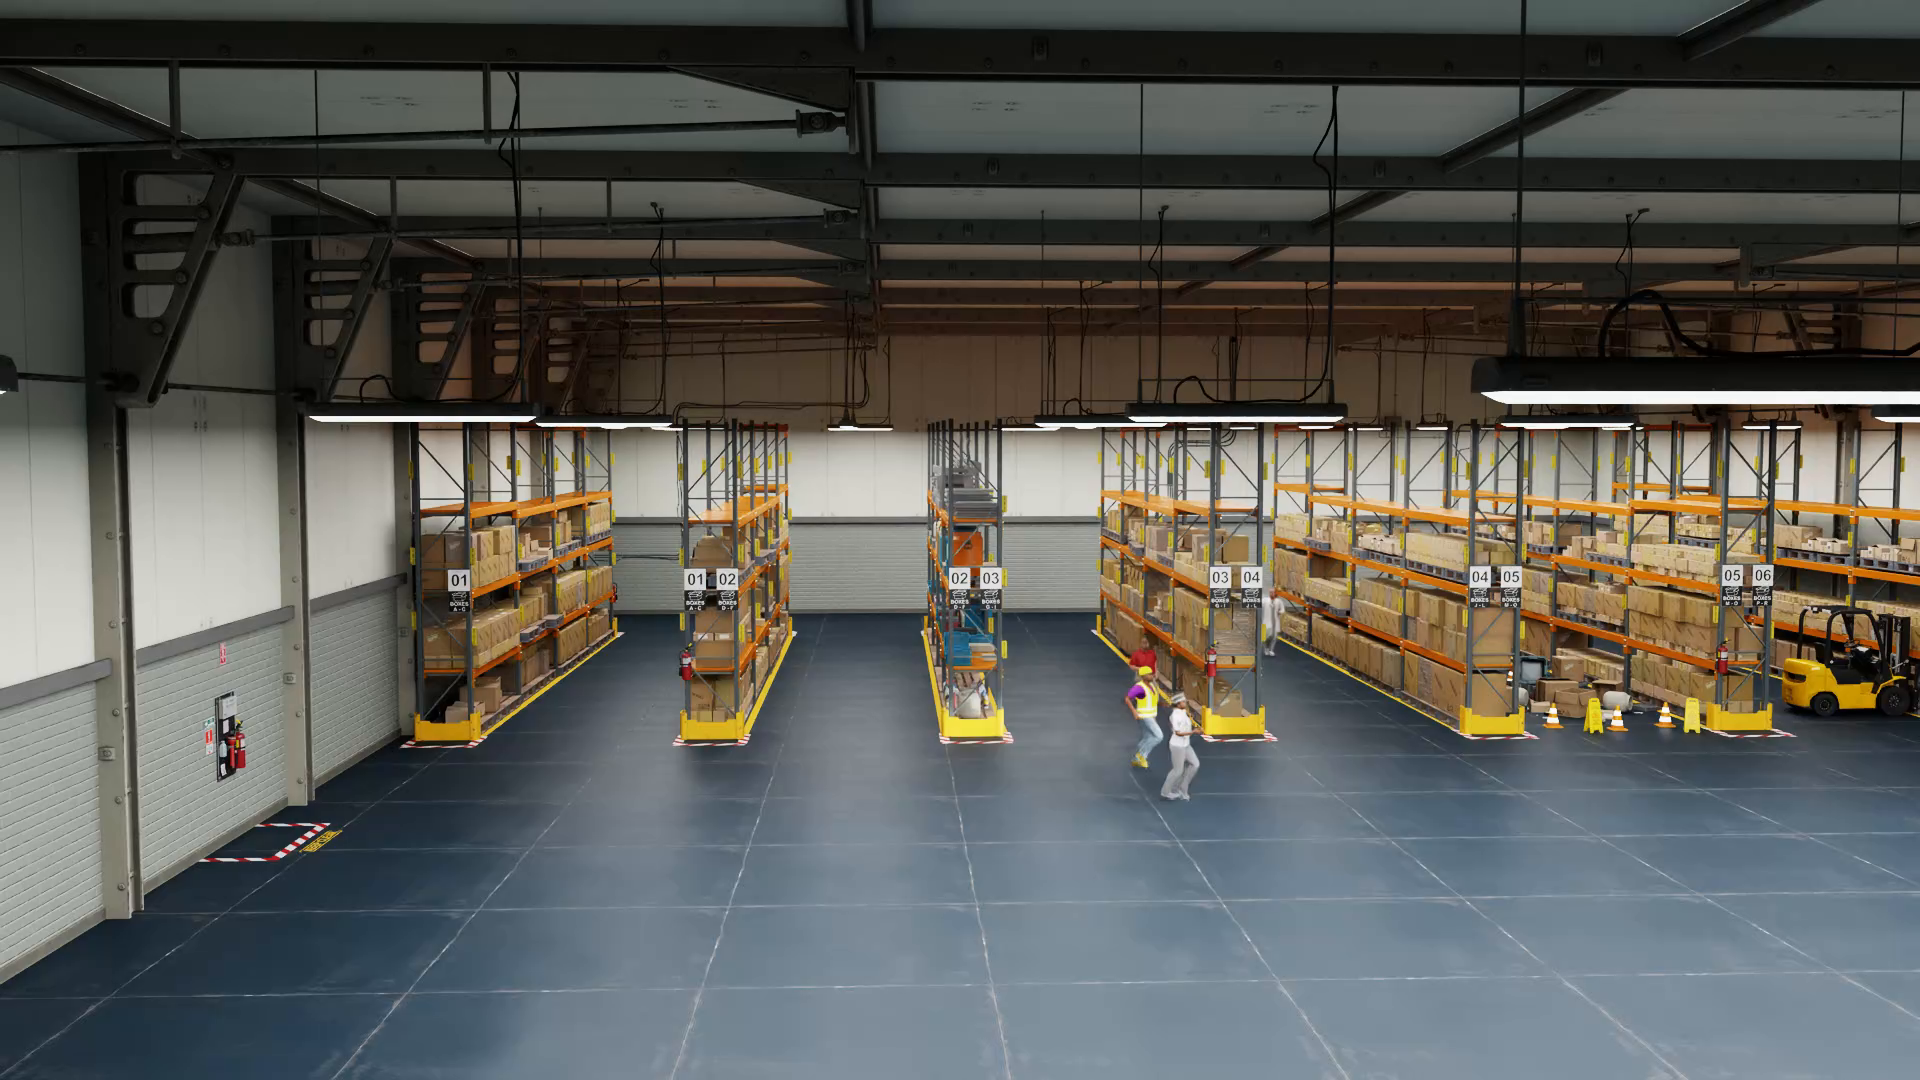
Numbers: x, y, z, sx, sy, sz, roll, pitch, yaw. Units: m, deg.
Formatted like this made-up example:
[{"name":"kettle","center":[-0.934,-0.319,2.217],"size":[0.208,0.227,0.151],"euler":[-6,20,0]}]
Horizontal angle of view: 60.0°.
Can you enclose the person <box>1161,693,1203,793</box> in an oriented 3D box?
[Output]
[{"name":"person","center":[3.471,3.157,25.888],"size":[0.654,1.588,0.558],"euler":[1,4,21]}]

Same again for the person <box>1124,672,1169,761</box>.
[{"name":"person","center":[3.225,3.004,28.371],"size":[0.667,1.624,0.684],"euler":[2,4,27]}]

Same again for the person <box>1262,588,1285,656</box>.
[{"name":"person","center":[7.989,2.147,42.581],"size":[0.693,1.669,0.695],"euler":[0,4,-4]}]

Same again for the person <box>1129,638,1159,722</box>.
[{"name":"person","center":[3.658,2.787,32.648],"size":[0.645,1.733,0.651],"euler":[-1,4,-15]}]
